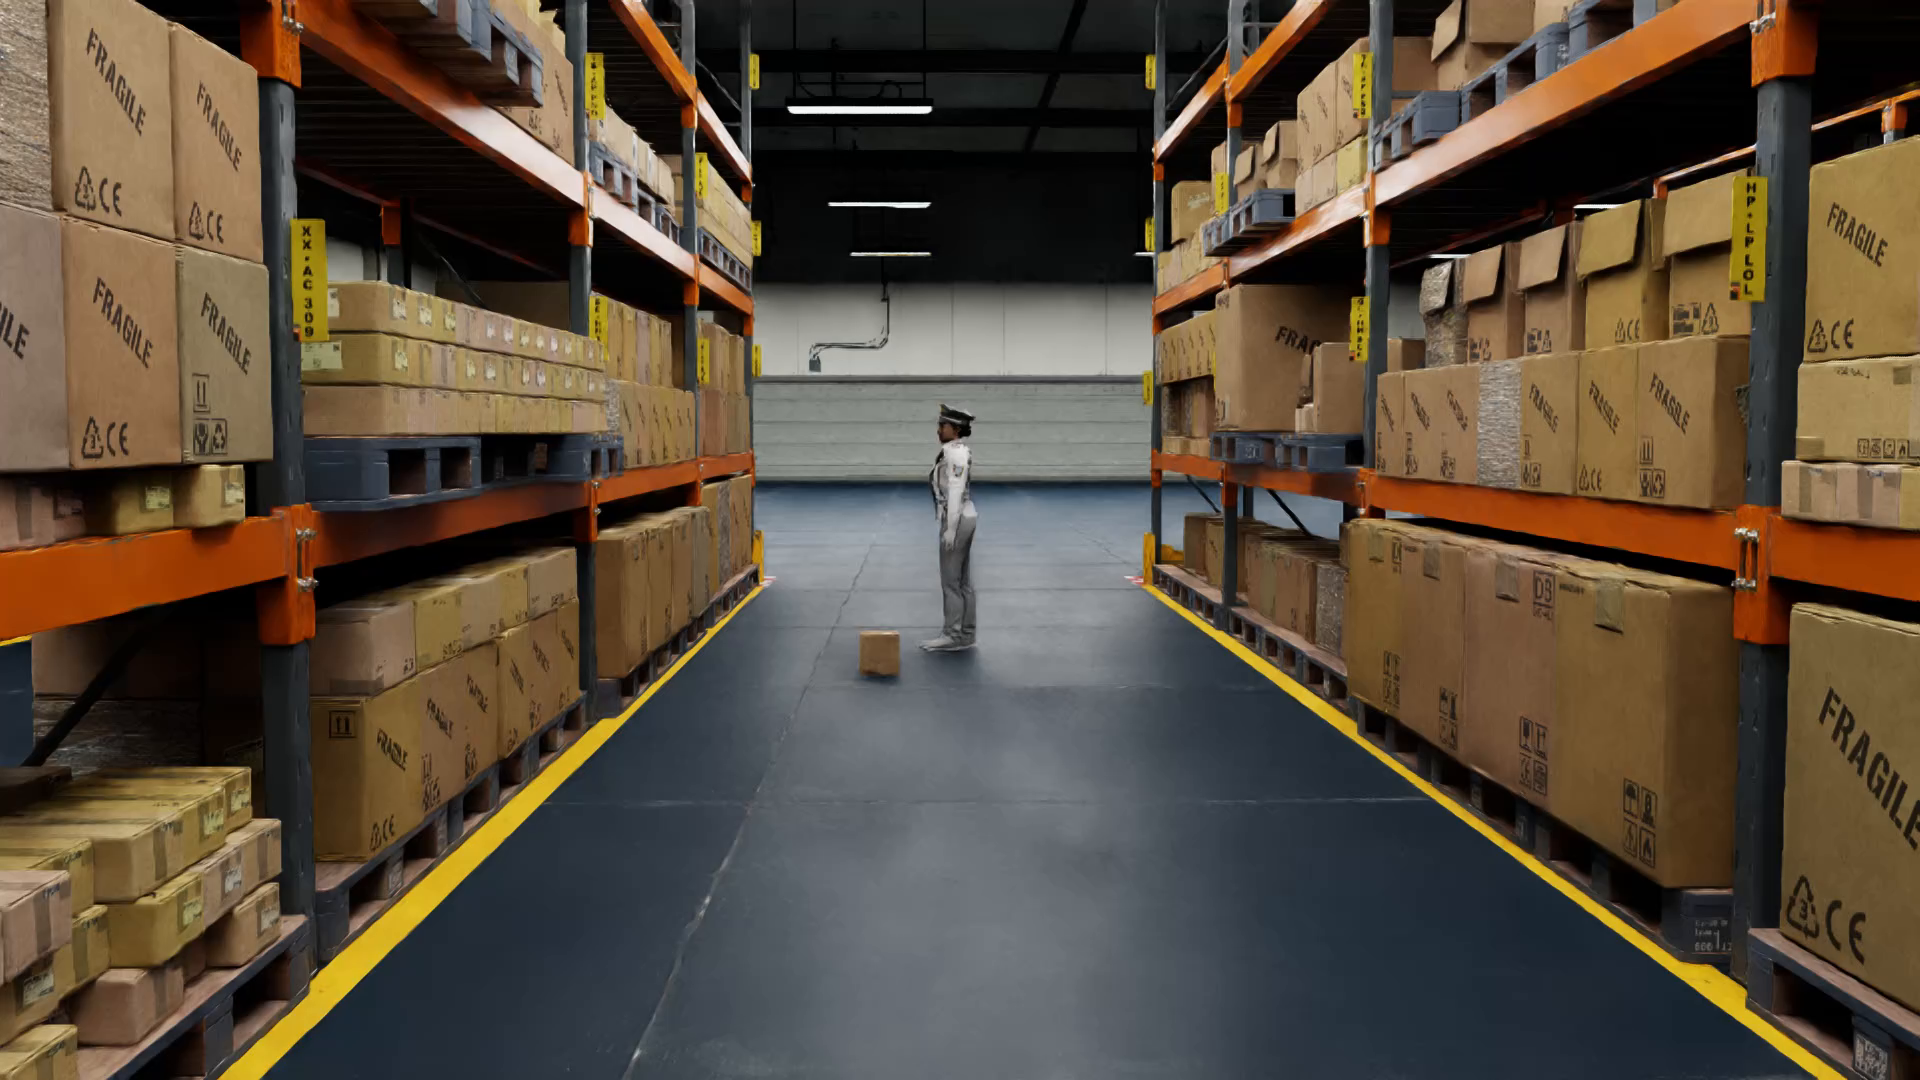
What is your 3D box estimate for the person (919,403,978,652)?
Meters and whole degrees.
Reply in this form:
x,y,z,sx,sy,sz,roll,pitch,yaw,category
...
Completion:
x,y,z,sx,sy,sz,roll,pitch,yaw,category
-0.081,-0.088,11.362,0.404,1.685,0.569,0,4,-1,person
